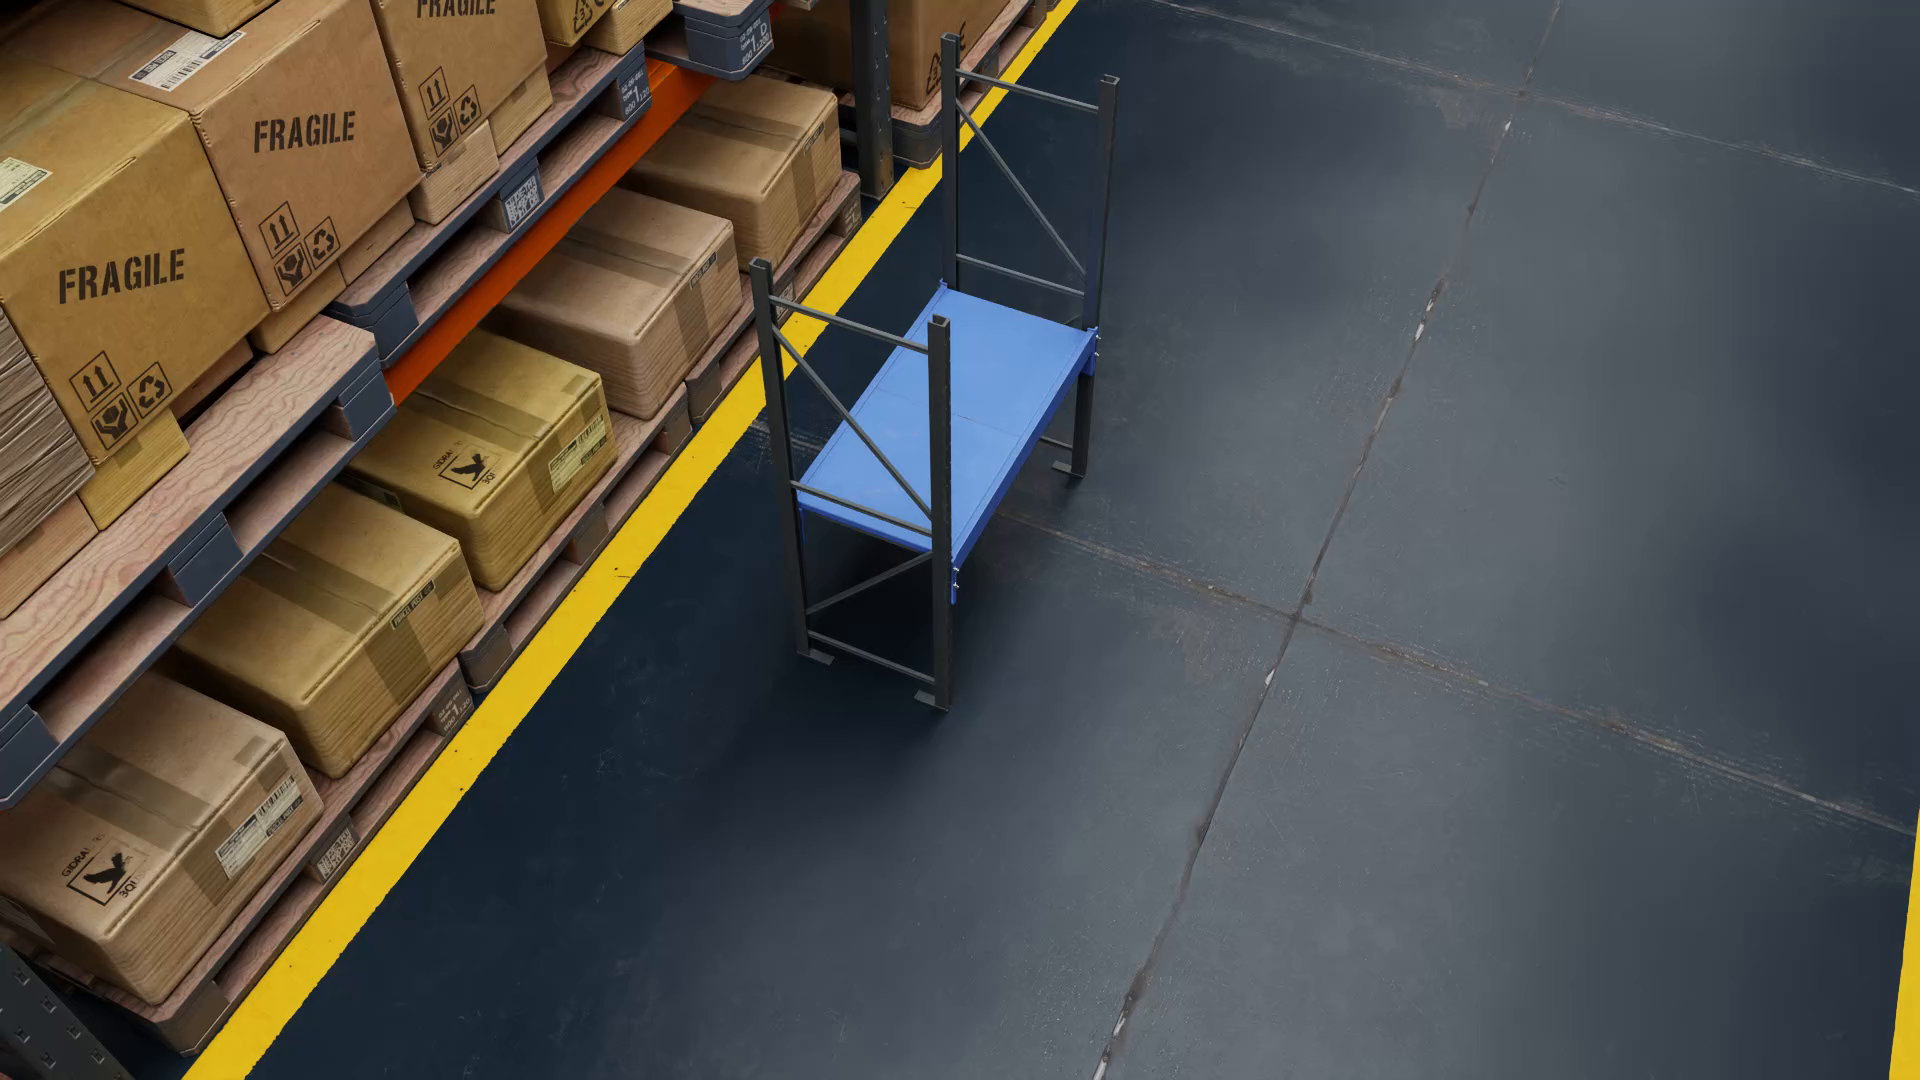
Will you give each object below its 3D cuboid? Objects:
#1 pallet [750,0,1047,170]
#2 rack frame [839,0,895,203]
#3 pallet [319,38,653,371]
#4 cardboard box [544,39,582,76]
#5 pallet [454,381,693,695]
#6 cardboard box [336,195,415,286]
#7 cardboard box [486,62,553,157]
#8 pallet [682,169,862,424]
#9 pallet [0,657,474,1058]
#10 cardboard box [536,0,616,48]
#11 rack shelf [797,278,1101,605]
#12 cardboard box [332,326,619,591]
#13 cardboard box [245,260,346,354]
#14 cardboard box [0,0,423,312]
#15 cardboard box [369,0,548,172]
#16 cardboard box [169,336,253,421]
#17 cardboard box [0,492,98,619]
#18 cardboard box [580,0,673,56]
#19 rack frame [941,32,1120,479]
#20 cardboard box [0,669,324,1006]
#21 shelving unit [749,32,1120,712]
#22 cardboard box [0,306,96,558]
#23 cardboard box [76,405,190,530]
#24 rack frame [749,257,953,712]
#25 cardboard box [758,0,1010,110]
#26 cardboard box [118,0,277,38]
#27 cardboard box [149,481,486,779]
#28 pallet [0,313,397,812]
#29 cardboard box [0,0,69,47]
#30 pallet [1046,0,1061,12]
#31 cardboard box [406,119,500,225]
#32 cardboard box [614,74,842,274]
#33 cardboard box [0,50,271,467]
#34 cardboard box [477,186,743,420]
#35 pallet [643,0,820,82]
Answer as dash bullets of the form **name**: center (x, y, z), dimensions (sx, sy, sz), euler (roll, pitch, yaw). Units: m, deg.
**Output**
- **pallet**: center (-0.326, -2.078, 6.880), dimensions (1.003, 0.211, 1.213), euler (20, 52, 16)
- **rack frame**: center (-0.730, -2.463, 5.377), dimensions (1.000, 3.000, 0.127), euler (20, 52, 16)
- **pallet**: center (-1.539, -1.025, 4.278), dimensions (1.003, 0.211, 1.213), euler (20, 52, 16)
- **cardboard box**: center (-1.215, -1.323, 4.295), dimensions (0.380, 0.149, 0.250), euler (20, 53, 16)
- **pallet**: center (-1.588, -0.185, 5.269), dimensions (1.003, 0.211, 1.213), euler (20, 52, 16)
- **cardboard box**: center (-1.496, -0.764, 3.820), dimensions (0.380, 0.149, 0.250), euler (20, 53, 16)
- **cardboard box**: center (-1.248, -1.123, 4.125), dimensions (0.380, 0.149, 0.250), euler (18, 52, 15)
- **pallet**: center (-1.066, -1.022, 5.981), dimensions (1.003, 0.211, 1.213), euler (20, 52, 16)
- **pallet**: center (-2.108, 0.658, 4.552), dimensions (1.003, 0.211, 1.213), euler (20, 52, 16)
- **cardboard box**: center (-1.099, -1.617, 4.120), dimensions (0.500, 0.500, 0.500), euler (17, 52, 14)
- **rack shelf**: center (-0.036, -0.311, 4.766), dimensions (0.538, 0.185, 1.000), euler (20, 52, 16)
- **cardboard box**: center (-1.618, -0.331, 5.012), dimensions (0.950, 0.372, 0.625), euler (21, 53, 17)
- **cardboard box**: center (-1.603, -0.594, 3.675), dimensions (0.380, 0.149, 0.250), euler (21, 53, 17)
- **cardboard box**: center (-1.543, -0.885, 3.496), dimensions (0.500, 0.500, 0.500), euler (20, 52, 16)
- **cardboard box**: center (-1.333, -1.242, 3.800), dimensions (0.500, 0.500, 0.500), euler (18, 52, 15)
- **cardboard box**: center (-1.751, -0.431, 3.536), dimensions (0.380, 0.149, 0.250), euler (23, 53, 18)
- **cardboard box**: center (-1.918, -0.042, 3.205), dimensions (0.380, 0.149, 0.250), euler (21, 53, 17)
- **cardboard box**: center (-0.994, -1.455, 4.408), dimensions (0.380, 0.149, 0.250), euler (21, 53, 17)
- **rack frame**: center (0.181, -0.777, 4.927), dimensions (0.500, 1.500, 0.032), euler (20, 52, 16)
- **cardboard box**: center (-2.218, 0.644, 4.182), dimensions (0.950, 0.372, 0.625), euler (20, 53, 17)
- **shelving unit**: center (-0.036, -0.427, 4.629), dimensions (0.538, 1.500, 1.048), euler (20, 52, 16)
- **cardboard box**: center (-1.980, -0.203, 2.917), dimensions (0.500, 0.500, 0.500), euler (21, 53, 17)
- **cardboard box**: center (-1.803, -0.211, 3.349), dimensions (0.380, 0.149, 0.250), euler (21, 53, 17)
- **rack frame**: center (-0.254, -0.077, 4.331), dimensions (0.500, 1.500, 0.032), euler (20, 52, 16)
- **cardboard box**: center (-0.360, -2.360, 6.408), dimensions (0.875, 0.875, 0.875), euler (19, 52, 16)
- **cardboard box**: center (-1.548, -1.175, 3.317), dimensions (0.380, 0.149, 0.250), euler (23, 53, 18)
- **cardboard box**: center (-1.913, 0.148, 4.604), dimensions (0.950, 0.372, 0.625), euler (23, 53, 18)
- **pallet**: center (-1.981, -0.126, 3.514), dimensions (1.003, 0.211, 1.213), euler (20, 52, 16)
- **cardboard box**: center (-2.013, -1.062, 3.647), dimensions (0.500, 0.500, 0.500), euler (21, 53, 17)
- **pallet**: center (0.197, -2.915, 7.592), dimensions (1.003, 0.211, 1.213), euler (20, 52, 16)
- **cardboard box**: center (-1.336, -0.930, 3.961), dimensions (0.380, 0.149, 0.250), euler (22, 53, 17)
- **cardboard box**: center (-0.981, -1.362, 5.889), dimensions (0.950, 0.372, 0.625), euler (17, 52, 14)
- **cardboard box**: center (-1.766, -0.549, 3.211), dimensions (0.500, 0.500, 0.500), euler (20, 52, 16)
- **cardboard box**: center (-1.289, -0.851, 5.455), dimensions (0.950, 0.372, 0.625), euler (19, 52, 15)
- **pallet**: center (-0.939, -1.876, 5.003), dimensions (1.213, 0.211, 1.003), euler (20, 52, 16)
